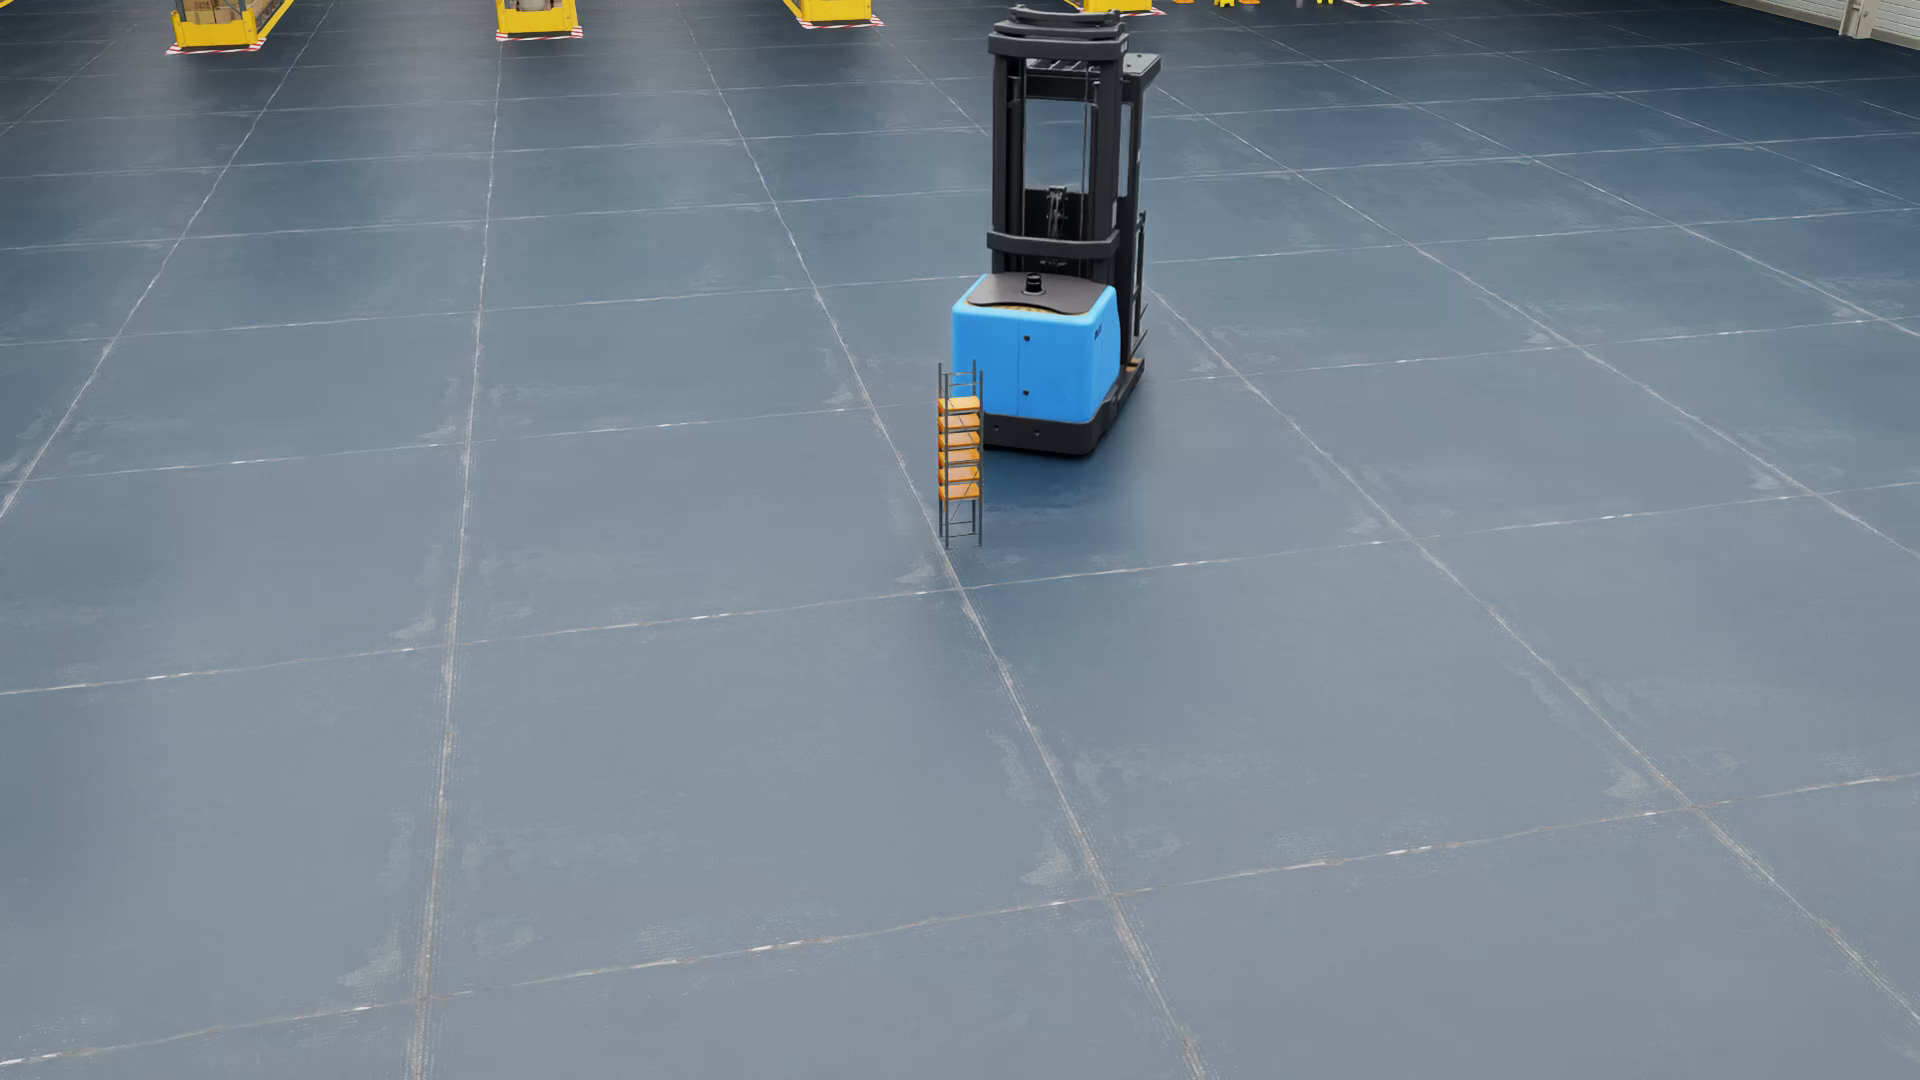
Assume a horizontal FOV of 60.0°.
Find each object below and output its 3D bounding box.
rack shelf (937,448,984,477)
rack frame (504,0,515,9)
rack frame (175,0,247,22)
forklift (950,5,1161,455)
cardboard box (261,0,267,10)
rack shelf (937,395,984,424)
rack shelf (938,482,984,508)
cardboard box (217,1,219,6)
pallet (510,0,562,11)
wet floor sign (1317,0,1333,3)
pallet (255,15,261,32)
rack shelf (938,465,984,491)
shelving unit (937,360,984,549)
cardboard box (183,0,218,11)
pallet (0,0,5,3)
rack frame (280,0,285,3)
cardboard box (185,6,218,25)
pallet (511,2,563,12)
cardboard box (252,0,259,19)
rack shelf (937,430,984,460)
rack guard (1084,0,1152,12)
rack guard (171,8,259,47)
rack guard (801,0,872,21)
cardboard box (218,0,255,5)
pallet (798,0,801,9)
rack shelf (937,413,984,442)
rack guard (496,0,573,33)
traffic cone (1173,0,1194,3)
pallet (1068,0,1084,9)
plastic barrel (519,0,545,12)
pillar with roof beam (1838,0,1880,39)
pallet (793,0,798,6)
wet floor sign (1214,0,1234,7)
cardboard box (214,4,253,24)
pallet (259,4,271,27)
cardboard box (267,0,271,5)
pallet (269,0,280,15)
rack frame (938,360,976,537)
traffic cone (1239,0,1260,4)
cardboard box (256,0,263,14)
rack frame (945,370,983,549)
[{"bbox_3d":[0.003,-0.490,10.487,0.258,0.103,0.180,-6,27,-12],"label":"rack shelf"},{"bbox_3d":[-6.916,-9.710,26.658,1.000,3.000,0.127,-6,27,-12],"label":"rack frame"},{"bbox_3d":[-11.743,-9.208,25.665,1.000,3.000,0.127,-6,27,-12],"label":"rack frame"},{"bbox_3d":[0.847,-2.557,12.563,1.130,2.935,3.031,8,28,15],"label":"forklift"},{"bbox_3d":[-11.983,-9.085,28.006,0.500,0.250,0.500,-6,27,-12],"label":"cardboard box"},{"bbox_3d":[0.003,-0.811,10.325,0.258,0.103,0.180,-6,27,-12],"label":"rack shelf"},{"bbox_3d":[0.003,-0.275,10.595,0.258,0.103,0.180,-6,27,-12],"label":"rack shelf"},{"bbox_3d":[-12.276,-8.592,27.029,0.500,0.250,0.500,-6,27,-12],"label":"cardboard box"},{"bbox_3d":[-7.428,-9.385,29.110,1.003,0.211,1.213,-6,27,-12],"label":"pallet"},{"bbox_3d":[6.565,-9.976,29.798,0.267,0.644,0.232,3,27,6],"label":"wet floor sign"},{"bbox_3d":[-11.956,-8.295,26.950,1.003,0.211,1.213,-6,27,-12],"label":"pallet"},{"bbox_3d":[0.003,-0.382,10.541,0.258,0.103,0.180,-6,27,-12],"label":"rack shelf"},{"bbox_3d":[0.003,-0.529,10.467,0.258,1.200,0.189,-6,27,-12],"label":"shelving unit"},{"bbox_3d":[-12.154,-8.708,26.427,0.500,0.500,0.500,-6,27,-12],"label":"cardboard box"},{"bbox_3d":[-17.647,-9.556,29.449,1.003,0.211,1.213,-6,27,-12],"label":"pallet"},{"bbox_3d":[-12.644,-10.964,29.144,1.000,3.000,0.127,-6,27,-12],"label":"rack frame"},{"bbox_3d":[-12.152,-8.374,26.596,0.500,0.250,0.500,-6,27,-12],"label":"cardboard box"},{"bbox_3d":[-7.157,-8.850,28.050,1.003,0.211,1.213,-6,27,-12],"label":"pallet"},{"bbox_3d":[-11.763,-8.645,27.135,0.500,0.250,0.500,-6,27,-12],"label":"cardboard box"},{"bbox_3d":[0.003,-0.597,10.433,0.258,0.103,0.180,-6,27,-12],"label":"rack shelf"},{"bbox_3d":[2.770,-9.545,29.107,1.175,0.500,0.348,-6,27,-12],"label":"rack guard"},{"bbox_3d":[-11.737,-8.082,26.207,1.175,0.500,0.348,-6,27,-12],"label":"rack guard"},{"bbox_3d":[-2.108,-9.130,28.284,1.175,0.500,0.348,-6,27,-12],"label":"rack guard"},{"bbox_3d":[-11.761,-8.980,26.966,0.500,0.500,0.500,-6,27,-12],"label":"cardboard box"},{"bbox_3d":[-2.256,-9.361,29.062,1.003,0.211,1.213,-6,27,-12],"label":"pallet"},{"bbox_3d":[0.003,-0.704,10.379,0.258,0.103,0.180,-6,27,-12],"label":"rack shelf"},{"bbox_3d":[-6.979,-8.622,27.278,1.175,0.500,0.348,-6,27,-12],"label":"rack guard"},{"bbox_3d":[4.028,-9.917,29.884,0.336,0.463,0.334,-6,27,-12],"label":"traffic cone"},{"bbox_3d":[2.508,-9.770,29.872,1.003,0.211,1.213,-6,27,-12],"label":"pallet"},{"bbox_3d":[-7.139,-9.068,27.681,0.421,0.512,0.421,0,27,0],"label":"plastic barrel"},{"bbox_3d":[10.279,-11.729,24.000,9.100,9.000,0.400,-6,27,-12],"label":"pillar with roof beam"},{"bbox_3d":[-2.528,-9.896,30.121,1.003,0.211,1.213,-6,27,-12],"label":"pallet"},{"bbox_3d":[4.700,-9.809,29.468,0.267,0.644,0.232,-11,29,-20],"label":"wet floor sign"},{"bbox_3d":[-11.647,-8.426,26.701,0.500,0.250,0.500,-6,27,-12],"label":"cardboard box"},{"bbox_3d":[-12.227,-8.829,28.009,1.003,0.211,1.213,-6,27,-12],"label":"pallet"},{"bbox_3d":[-12.097,-9.304,28.440,0.500,0.250,0.500,-6,27,-12],"label":"cardboard box"},{"bbox_3d":[-12.506,-9.366,29.072,1.003,0.211,1.213,-6,27,-12],"label":"pallet"},{"bbox_3d":[-0.017,-0.569,10.547,0.240,1.200,0.006,-6,27,-12],"label":"rack frame"},{"bbox_3d":[5.206,-9.882,29.815,0.336,0.463,0.334,-6,27,-12],"label":"traffic cone"},{"bbox_3d":[-11.875,-8.865,27.570,0.500,0.250,0.500,-6,27,-12],"label":"cardboard box"},{"bbox_3d":[0.024,-0.489,10.387,0.240,1.200,0.006,-6,27,-12],"label":"rack frame"}]
